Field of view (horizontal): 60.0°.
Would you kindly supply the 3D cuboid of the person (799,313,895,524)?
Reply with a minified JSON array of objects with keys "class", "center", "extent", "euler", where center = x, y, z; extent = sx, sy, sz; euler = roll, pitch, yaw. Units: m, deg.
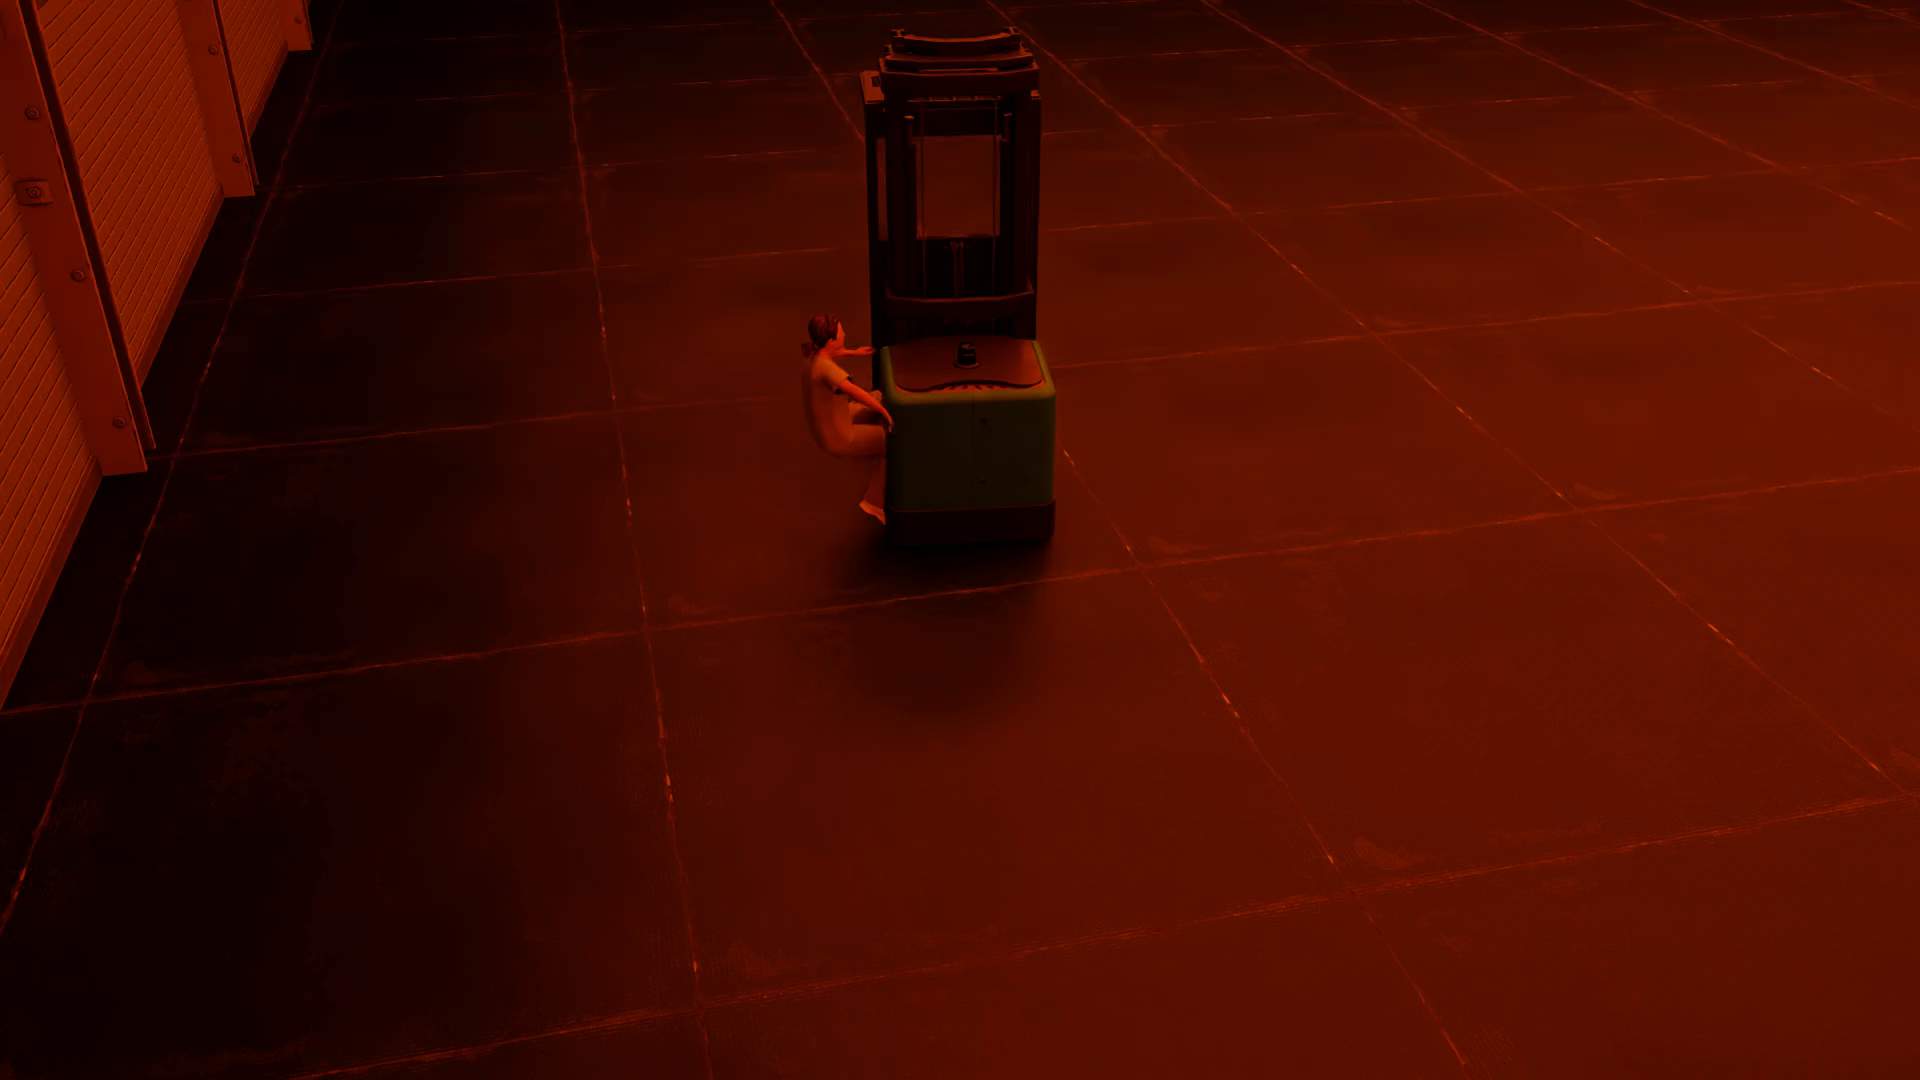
[{"class":"person","center":[-0.571,-0.766,10.356],"extent":[0.818,1.403,0.931],"euler":[-17,34,-27]}]

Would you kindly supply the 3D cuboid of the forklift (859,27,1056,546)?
[{"class":"forklift","center":[-0.068,-1.946,10.935],"extent":[1.130,2.935,3.031],"euler":[-3,30,-5]}]
